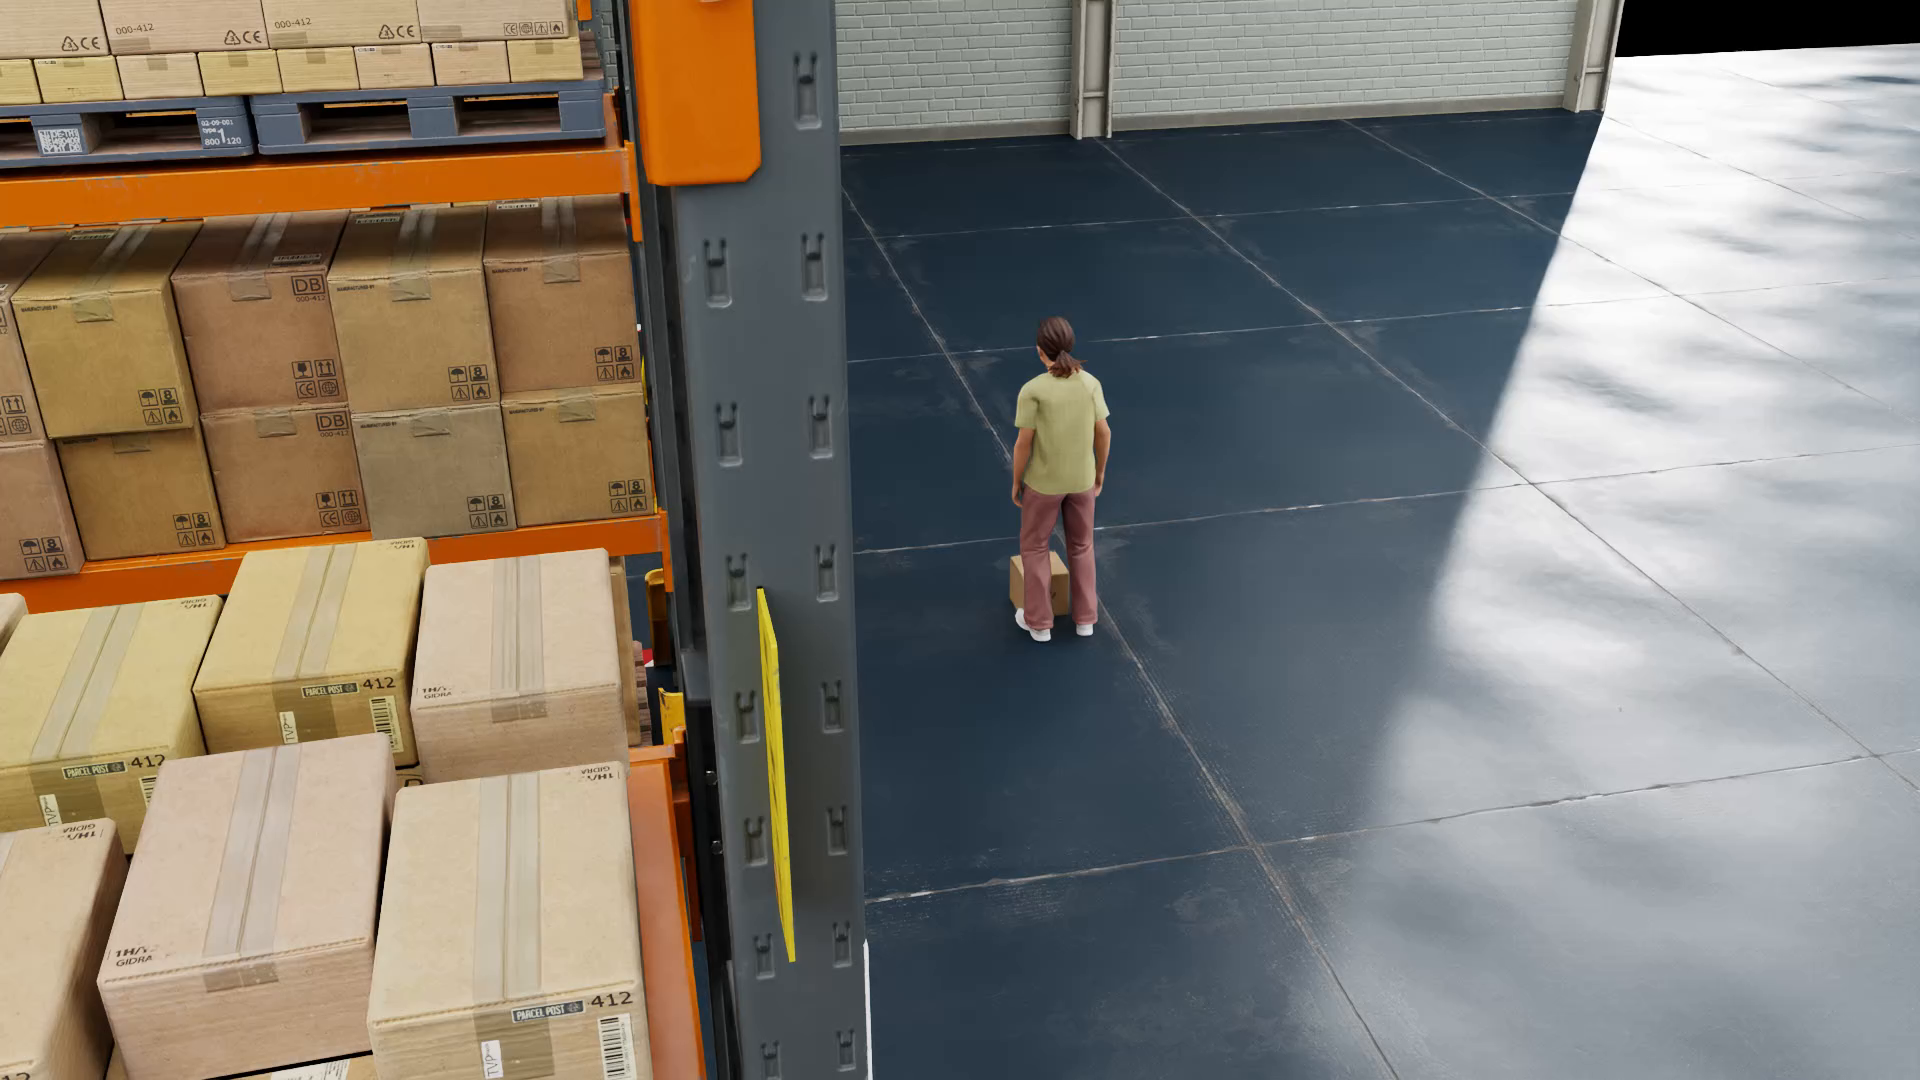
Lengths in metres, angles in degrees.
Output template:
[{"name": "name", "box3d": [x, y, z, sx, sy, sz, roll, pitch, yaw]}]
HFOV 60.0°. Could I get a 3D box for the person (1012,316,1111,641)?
[{"name": "person", "box3d": [0.478, -0.289, 8.190, 0.499, 1.672, 0.349, -7, 28, -14]}]
